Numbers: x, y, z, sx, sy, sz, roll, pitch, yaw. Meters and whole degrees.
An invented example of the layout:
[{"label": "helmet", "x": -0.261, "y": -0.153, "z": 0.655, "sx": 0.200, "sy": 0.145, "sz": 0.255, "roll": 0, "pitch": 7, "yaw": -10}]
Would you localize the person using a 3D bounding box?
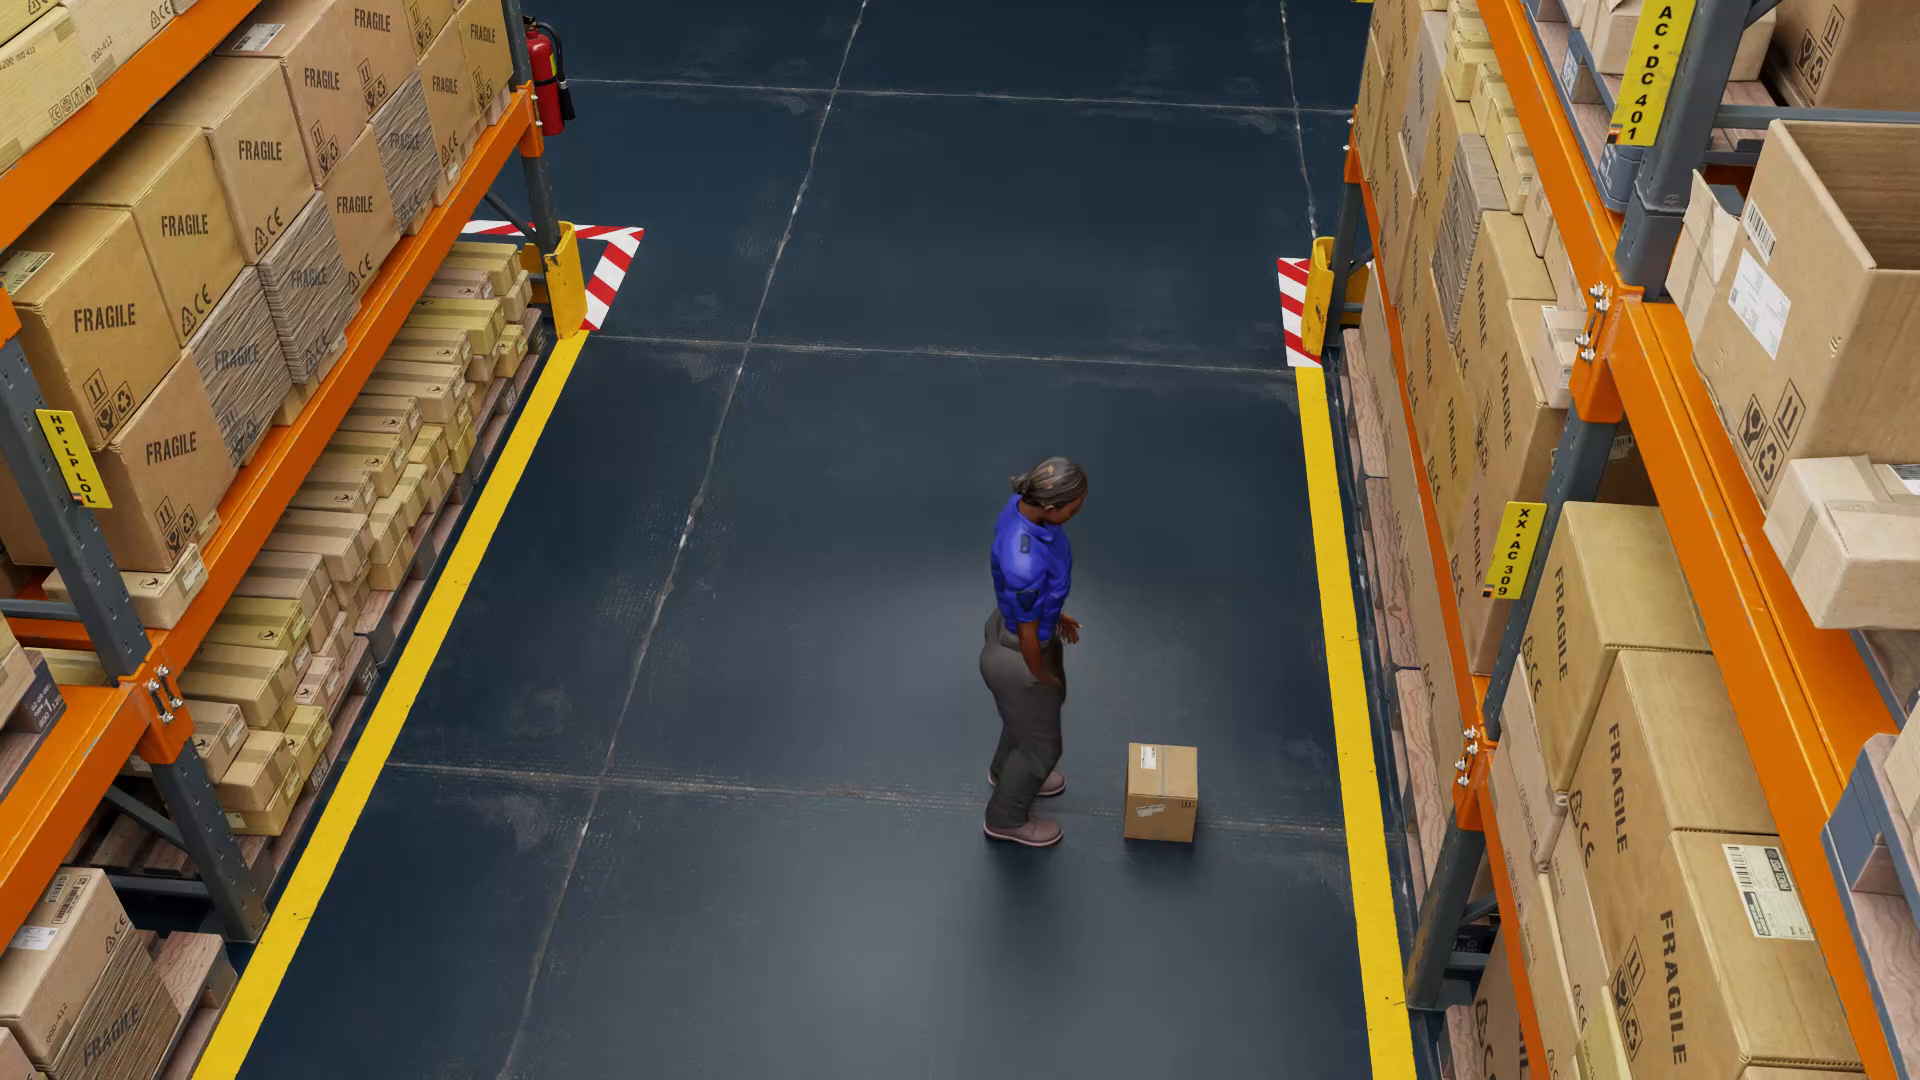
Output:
[{"label": "person", "x": 0.246, "y": 0.370, "z": 5.754, "sx": 0.337, "sy": 1.631, "sz": 0.448, "roll": 4, "pitch": 40, "yaw": 5}]
